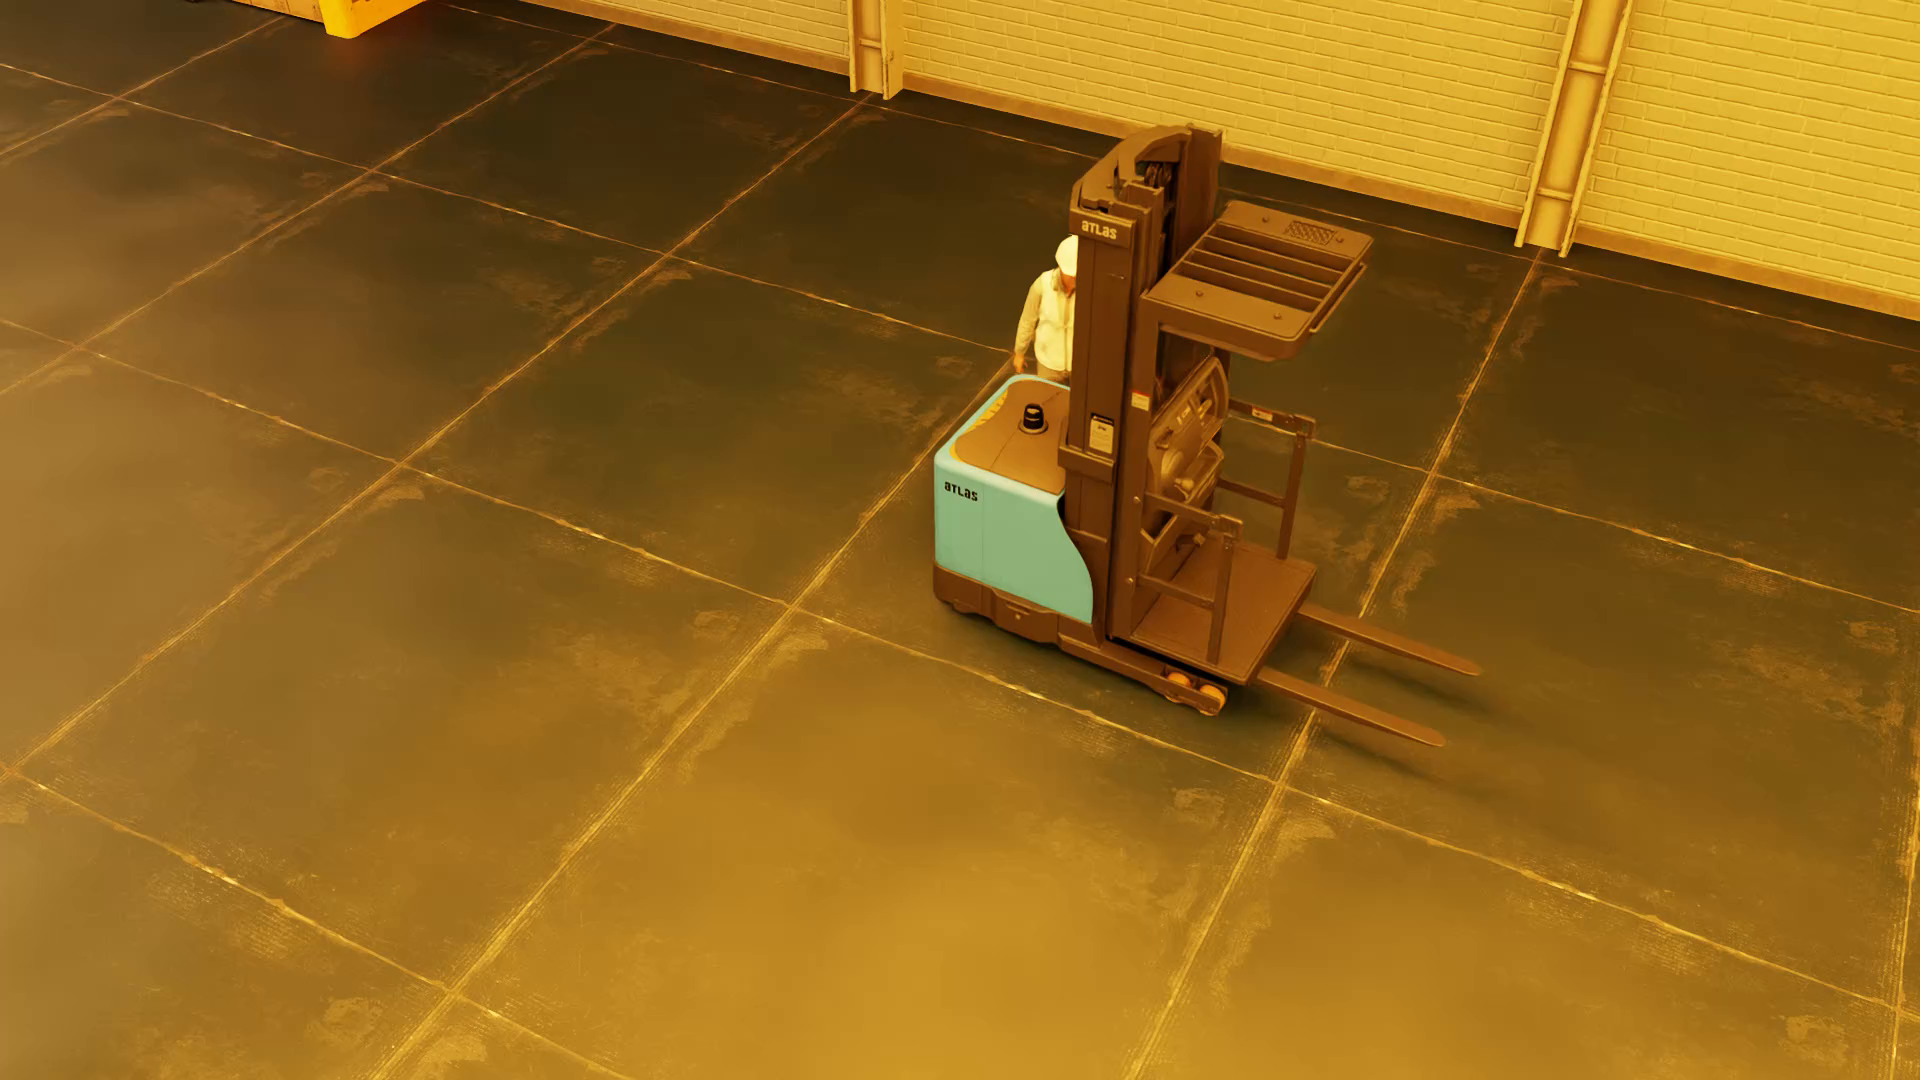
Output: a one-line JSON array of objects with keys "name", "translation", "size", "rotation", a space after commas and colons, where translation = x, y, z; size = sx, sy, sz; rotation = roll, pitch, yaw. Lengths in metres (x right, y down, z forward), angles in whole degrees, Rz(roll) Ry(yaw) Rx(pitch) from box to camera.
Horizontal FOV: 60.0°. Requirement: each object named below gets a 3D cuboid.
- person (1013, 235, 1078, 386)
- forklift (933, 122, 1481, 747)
[{"name": "person", "translation": [0.691, -1.100, 10.211], "size": [0.751, 1.749, 0.420], "rotation": [8, 41, 9]}, {"name": "forklift", "translation": [1.374, -0.553, 8.643], "size": [3.031, 2.935, 1.130], "rotation": [21, 44, 23]}]
